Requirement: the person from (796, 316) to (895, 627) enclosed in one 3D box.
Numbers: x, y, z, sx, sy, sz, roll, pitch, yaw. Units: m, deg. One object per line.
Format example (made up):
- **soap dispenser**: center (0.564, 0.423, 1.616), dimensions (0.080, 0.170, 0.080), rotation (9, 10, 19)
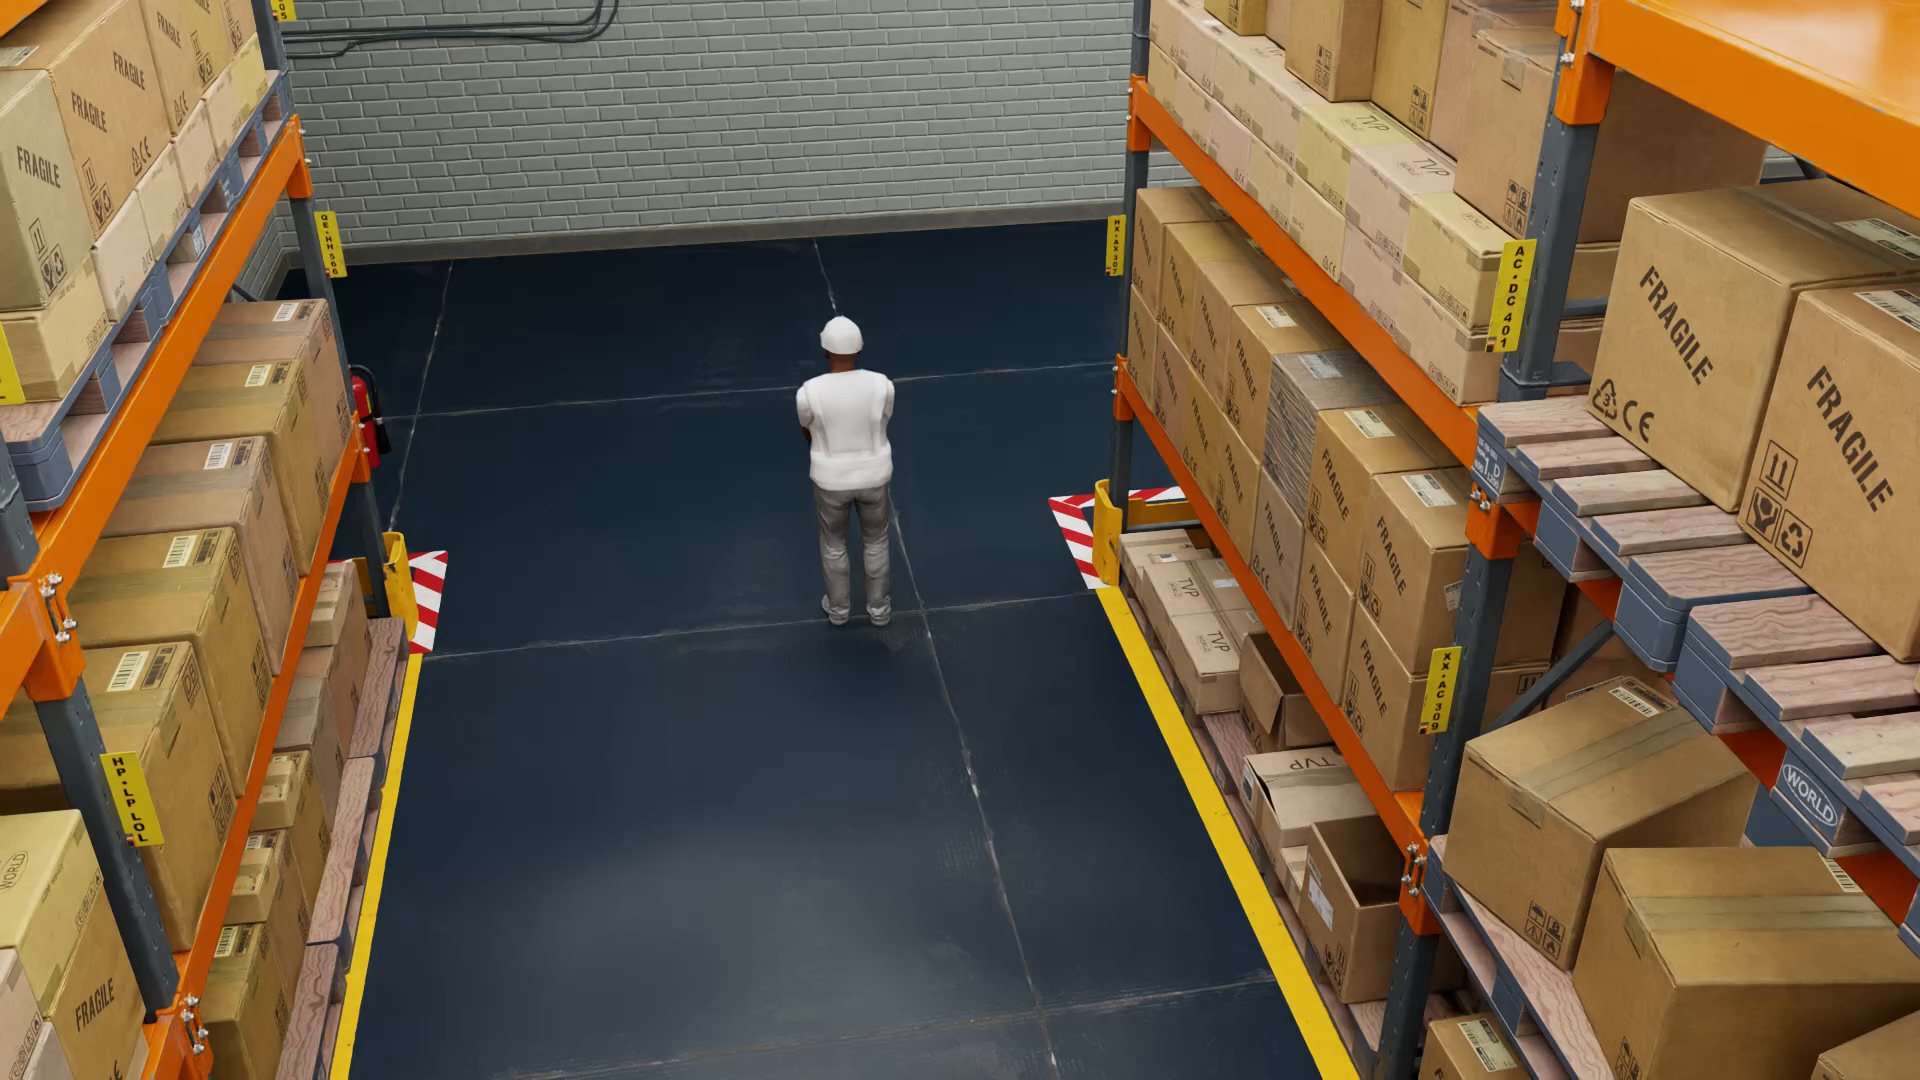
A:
- **person**: center (-0.600, -0.381, 8.762), dimensions (0.505, 1.762, 0.573), rotation (-6, 31, -10)
